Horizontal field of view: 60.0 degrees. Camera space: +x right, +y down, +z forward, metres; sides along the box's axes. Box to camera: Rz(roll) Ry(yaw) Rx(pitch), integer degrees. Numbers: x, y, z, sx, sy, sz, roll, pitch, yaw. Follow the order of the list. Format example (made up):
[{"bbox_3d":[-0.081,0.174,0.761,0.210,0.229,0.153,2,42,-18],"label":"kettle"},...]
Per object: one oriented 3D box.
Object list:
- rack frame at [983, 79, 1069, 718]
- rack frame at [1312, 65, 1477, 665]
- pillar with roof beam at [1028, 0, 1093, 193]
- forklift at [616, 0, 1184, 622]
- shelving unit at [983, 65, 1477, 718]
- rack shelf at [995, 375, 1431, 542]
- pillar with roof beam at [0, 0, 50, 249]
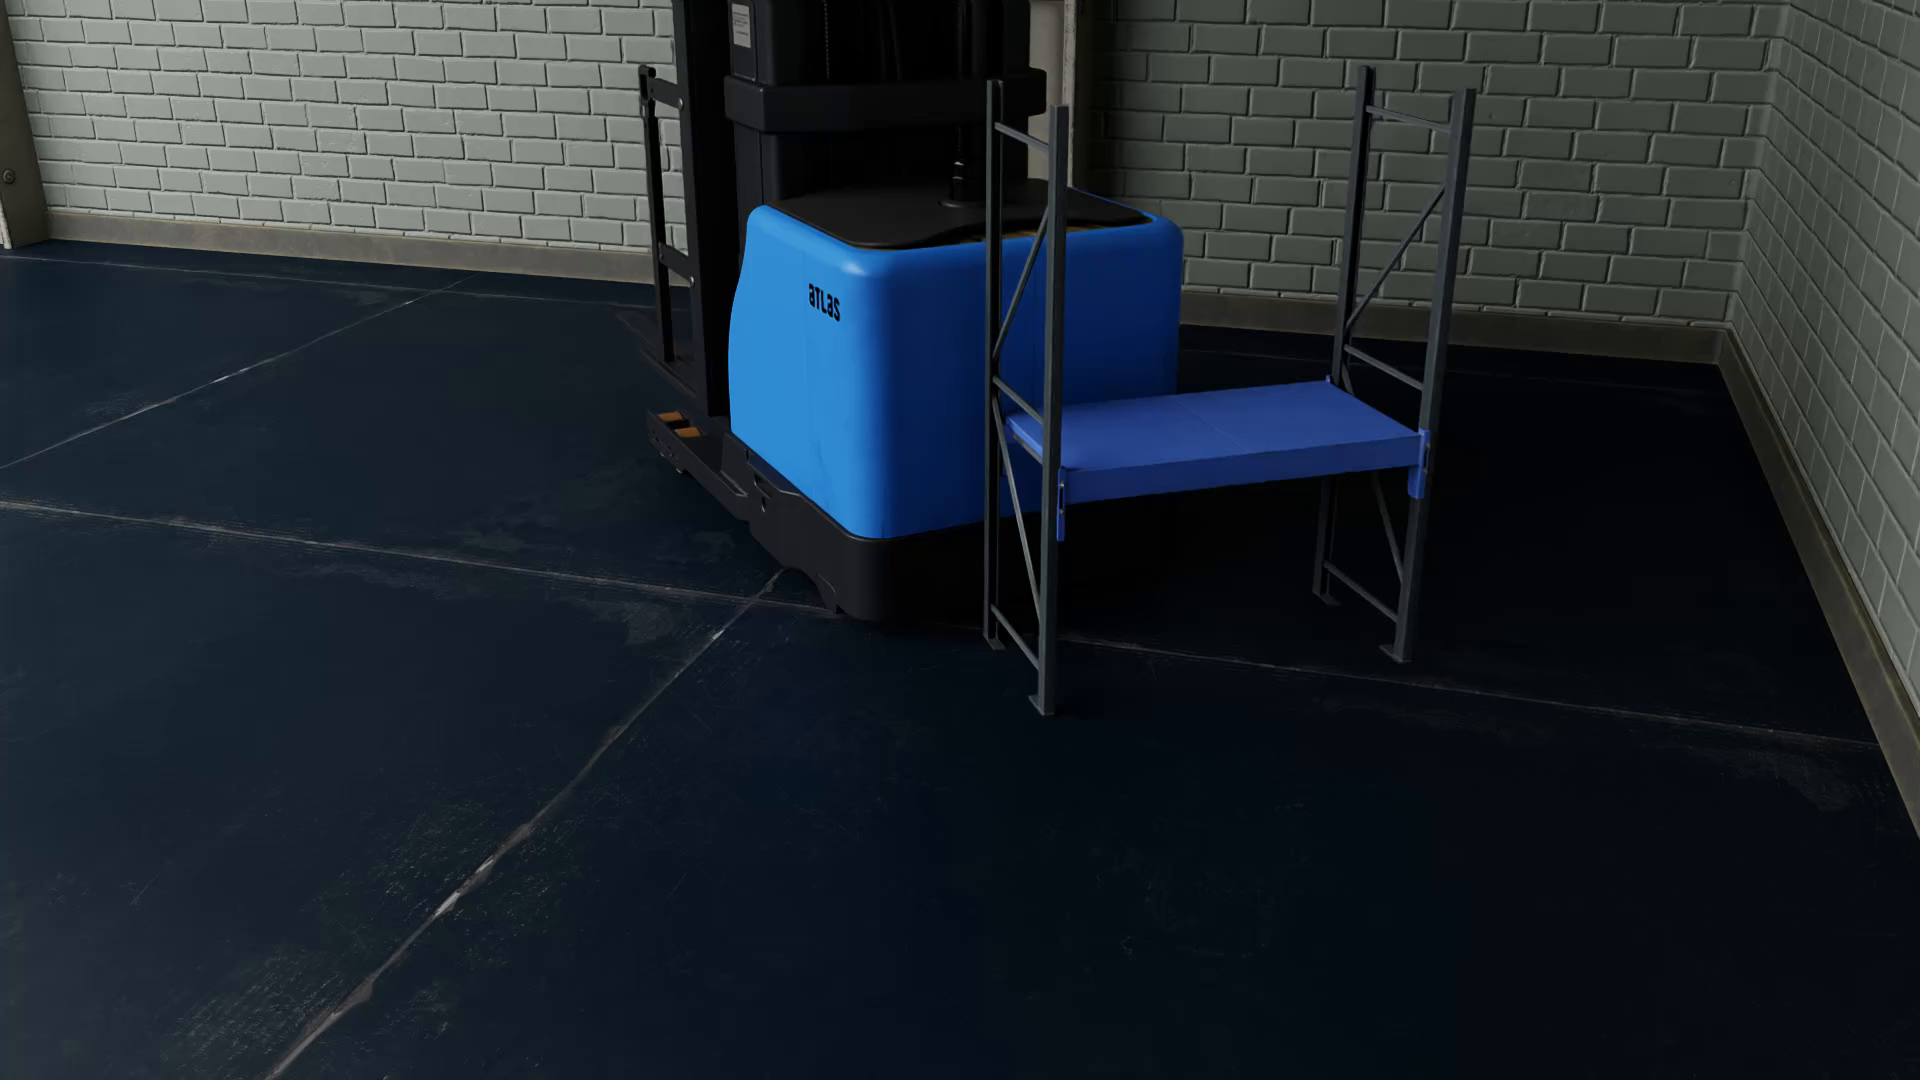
[{"bbox_3d":[0.151,-0.339,4.121,0.032,1.500,0.500,-7,23,-16],"label":"rack frame"},{"bbox_3d":[1.124,-0.452,4.395,0.032,1.500,0.500,-7,23,-16],"label":"rack frame"},{"bbox_3d":[-0.889,-3.630,2.263,0.400,9.000,9.100,7,23,16],"label":"pillar with roof beam"},{"bbox_3d":[-0.473,-1.654,5.439,1.130,2.935,3.031,-11,25,-24],"label":"forklift"},{"bbox_3d":[0.637,-0.395,4.258,1.048,1.500,0.538,-7,23,-16],"label":"shelving unit"},{"bbox_3d":[0.637,-0.229,4.326,1.000,0.185,0.538,-7,23,-16],"label":"rack shelf"},{"bbox_3d":[-6.634,-4.288,3.866,0.400,9.000,9.100,7,23,16],"label":"pillar with roof beam"}]
